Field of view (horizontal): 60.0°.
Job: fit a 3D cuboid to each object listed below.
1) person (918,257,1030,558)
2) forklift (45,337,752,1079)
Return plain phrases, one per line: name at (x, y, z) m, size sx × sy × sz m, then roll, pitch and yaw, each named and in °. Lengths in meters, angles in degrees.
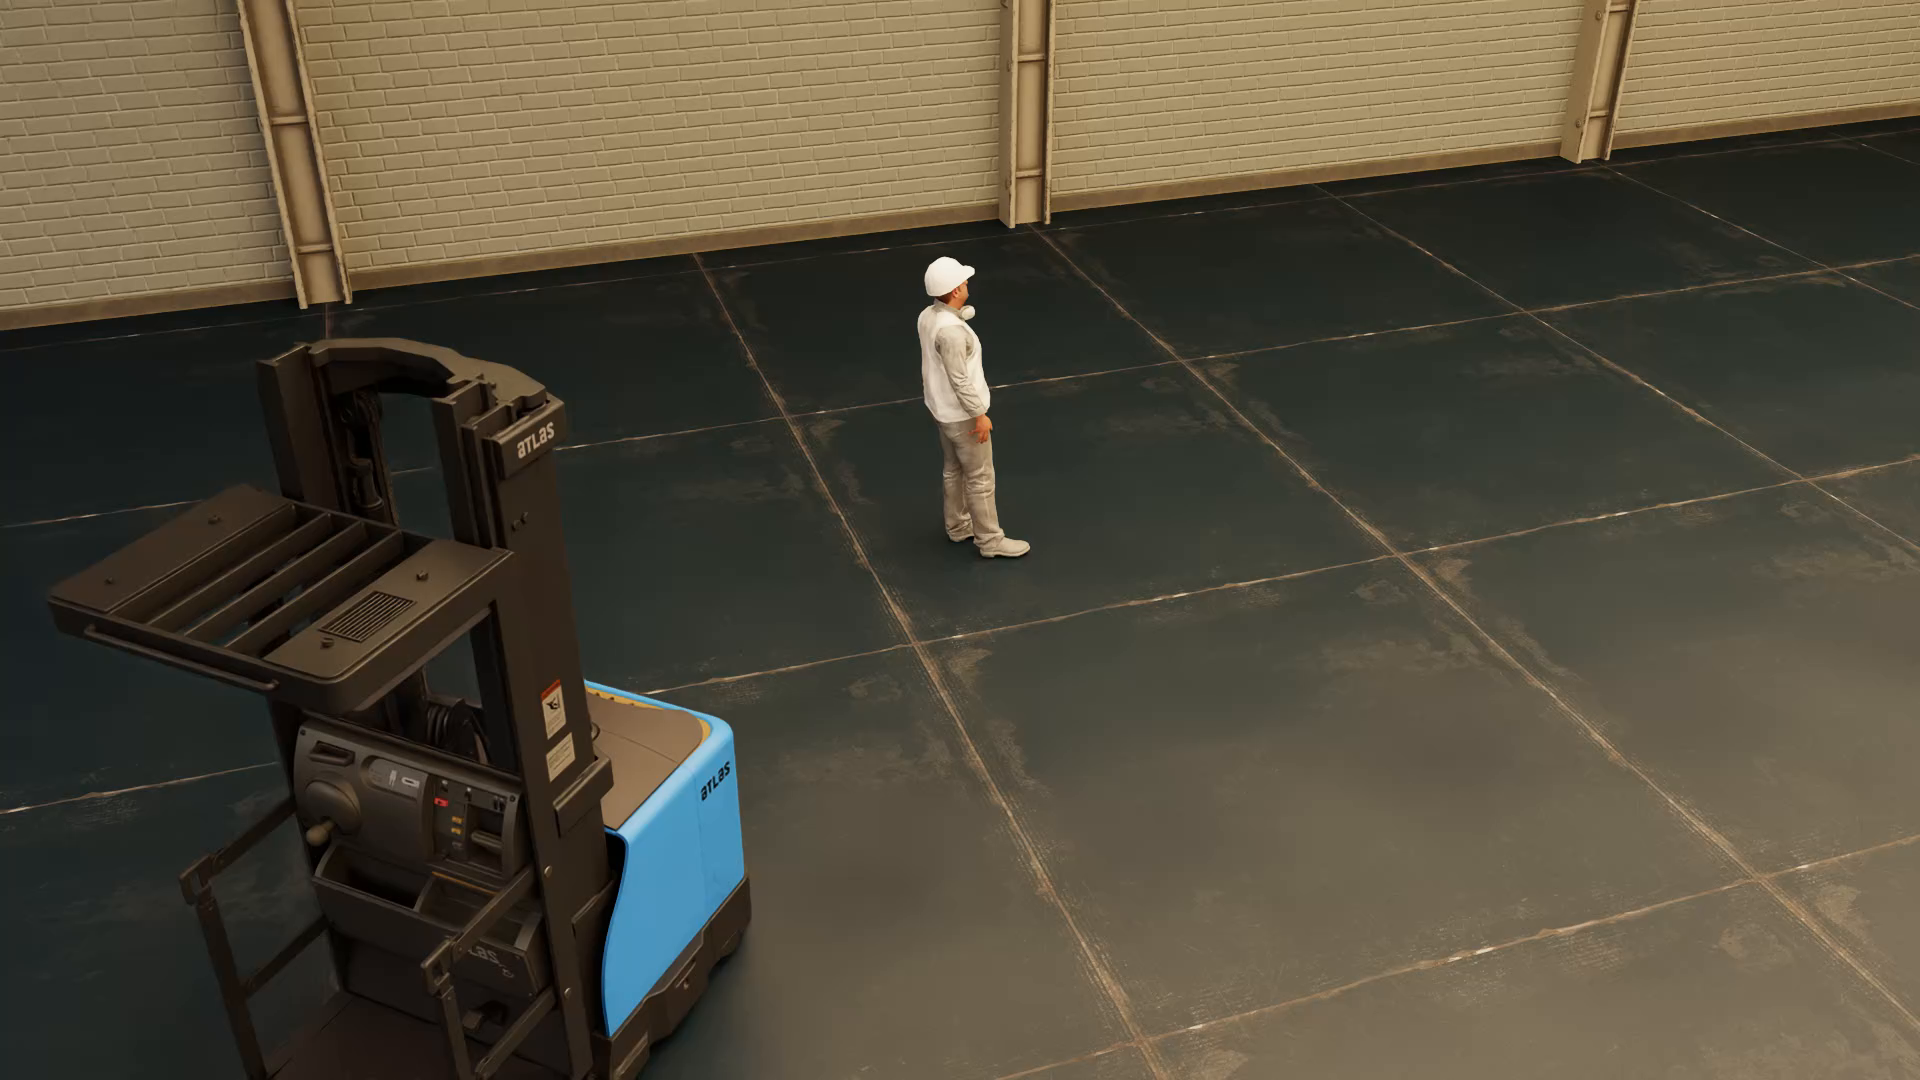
person at (0.062, -0.781, 9.591) m, size 0.566 × 1.775 × 0.633 m, roll -10°, pitch 31°, yaw -16°
forklift at (-1.953, 0.952, 5.433) m, size 1.130 × 2.935 × 3.031 m, roll 13°, pitch 32°, yaw 21°
